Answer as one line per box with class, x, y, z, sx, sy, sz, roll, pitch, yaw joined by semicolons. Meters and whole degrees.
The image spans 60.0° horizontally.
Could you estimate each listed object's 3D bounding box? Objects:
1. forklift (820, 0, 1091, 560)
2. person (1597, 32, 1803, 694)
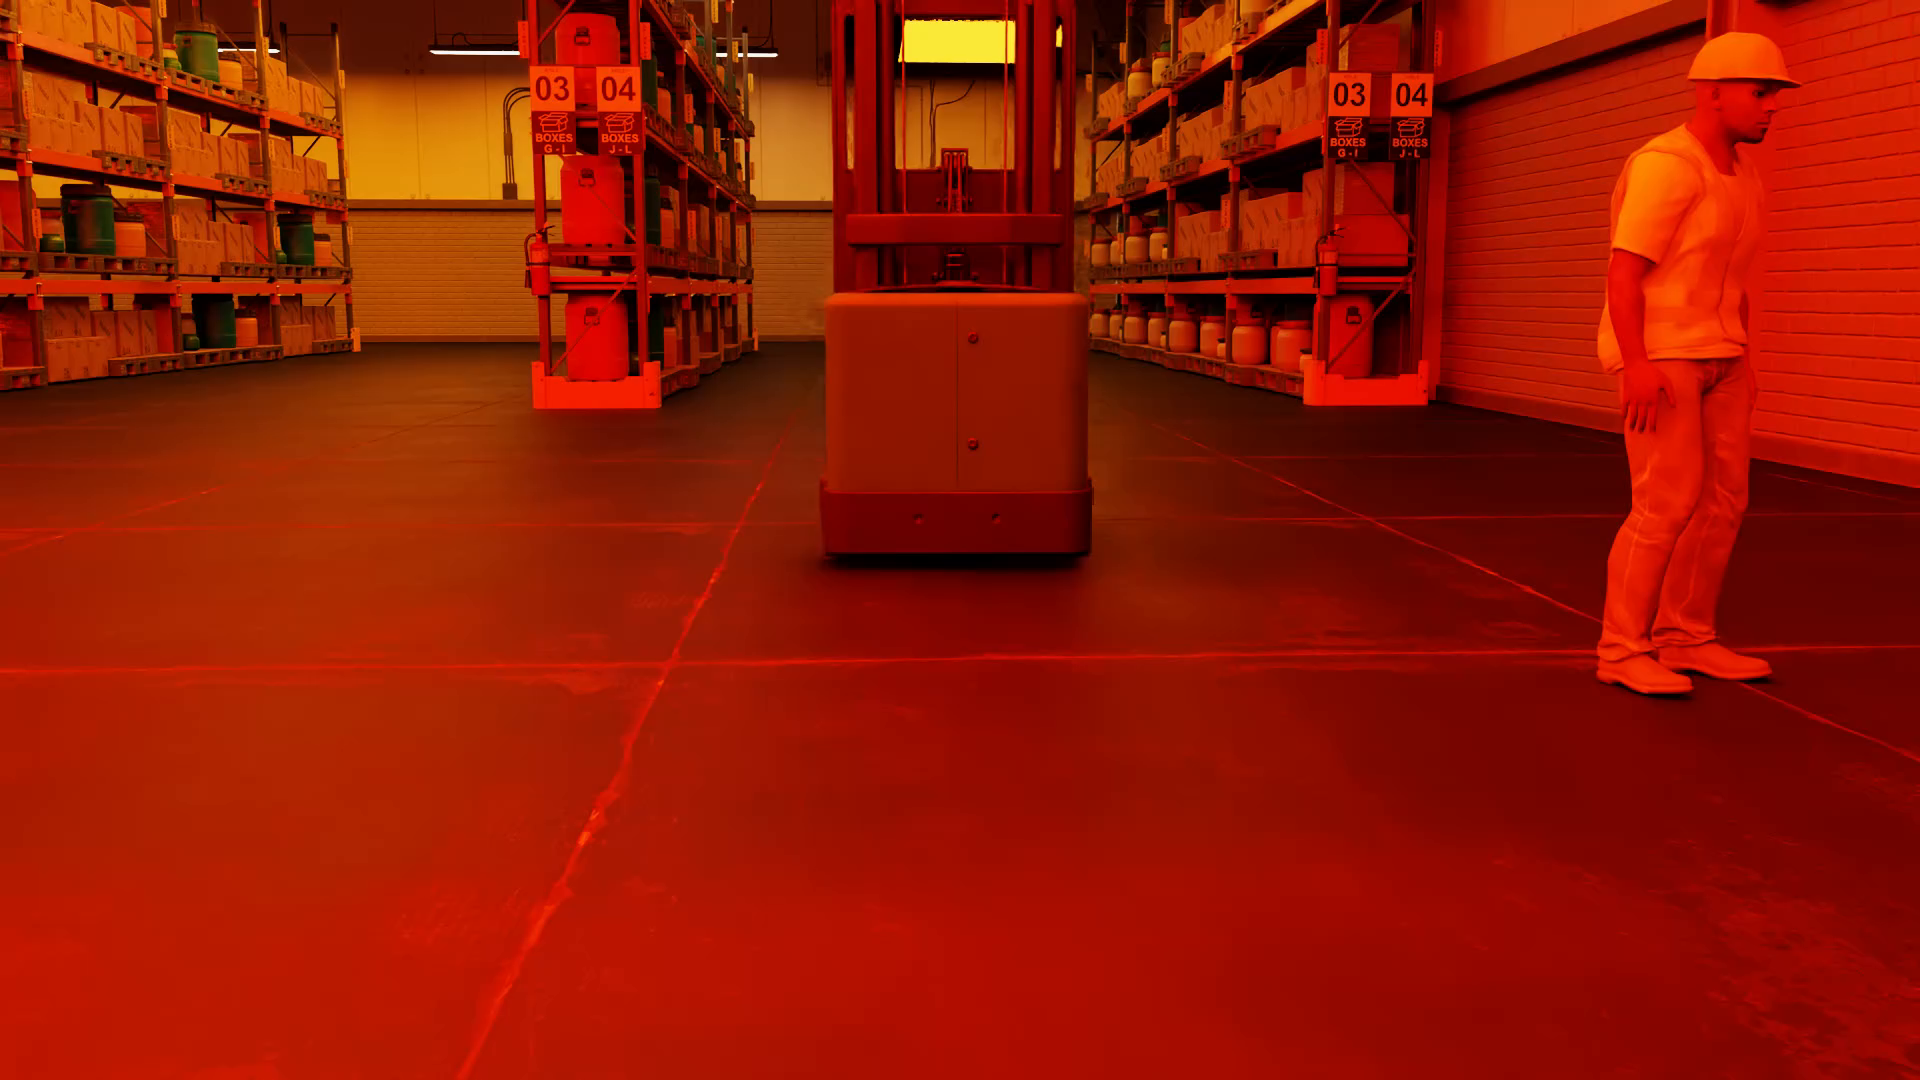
forklift;-0.033;-1.549;7.766;1.130;2.935;3.031;0;8;-1
person;2.006;-0.478;4.553;0.628;1.759;0.454;-6;11;-36
